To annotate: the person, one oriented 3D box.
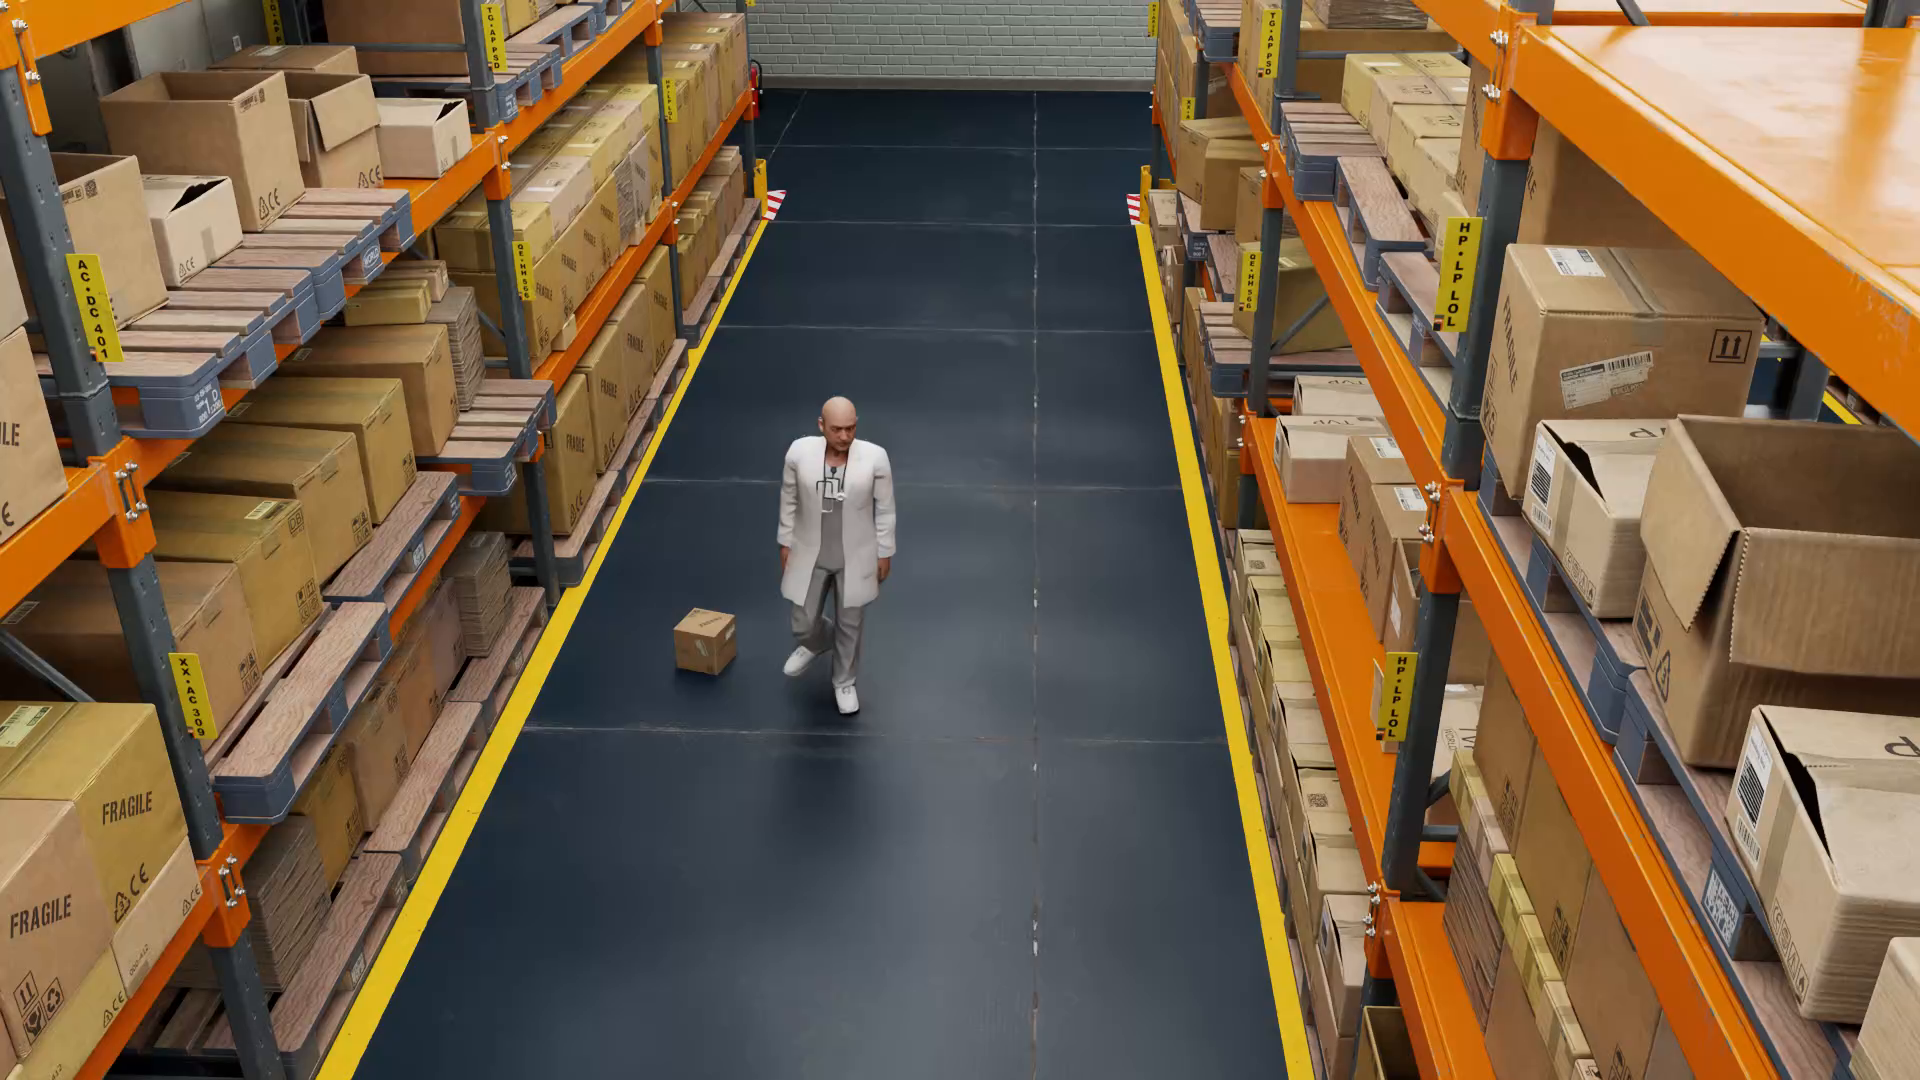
[{"bbox_3d":[-0.638,0.045,8.533,0.628,1.772,0.578,0,28,1],"label":"person"}]
